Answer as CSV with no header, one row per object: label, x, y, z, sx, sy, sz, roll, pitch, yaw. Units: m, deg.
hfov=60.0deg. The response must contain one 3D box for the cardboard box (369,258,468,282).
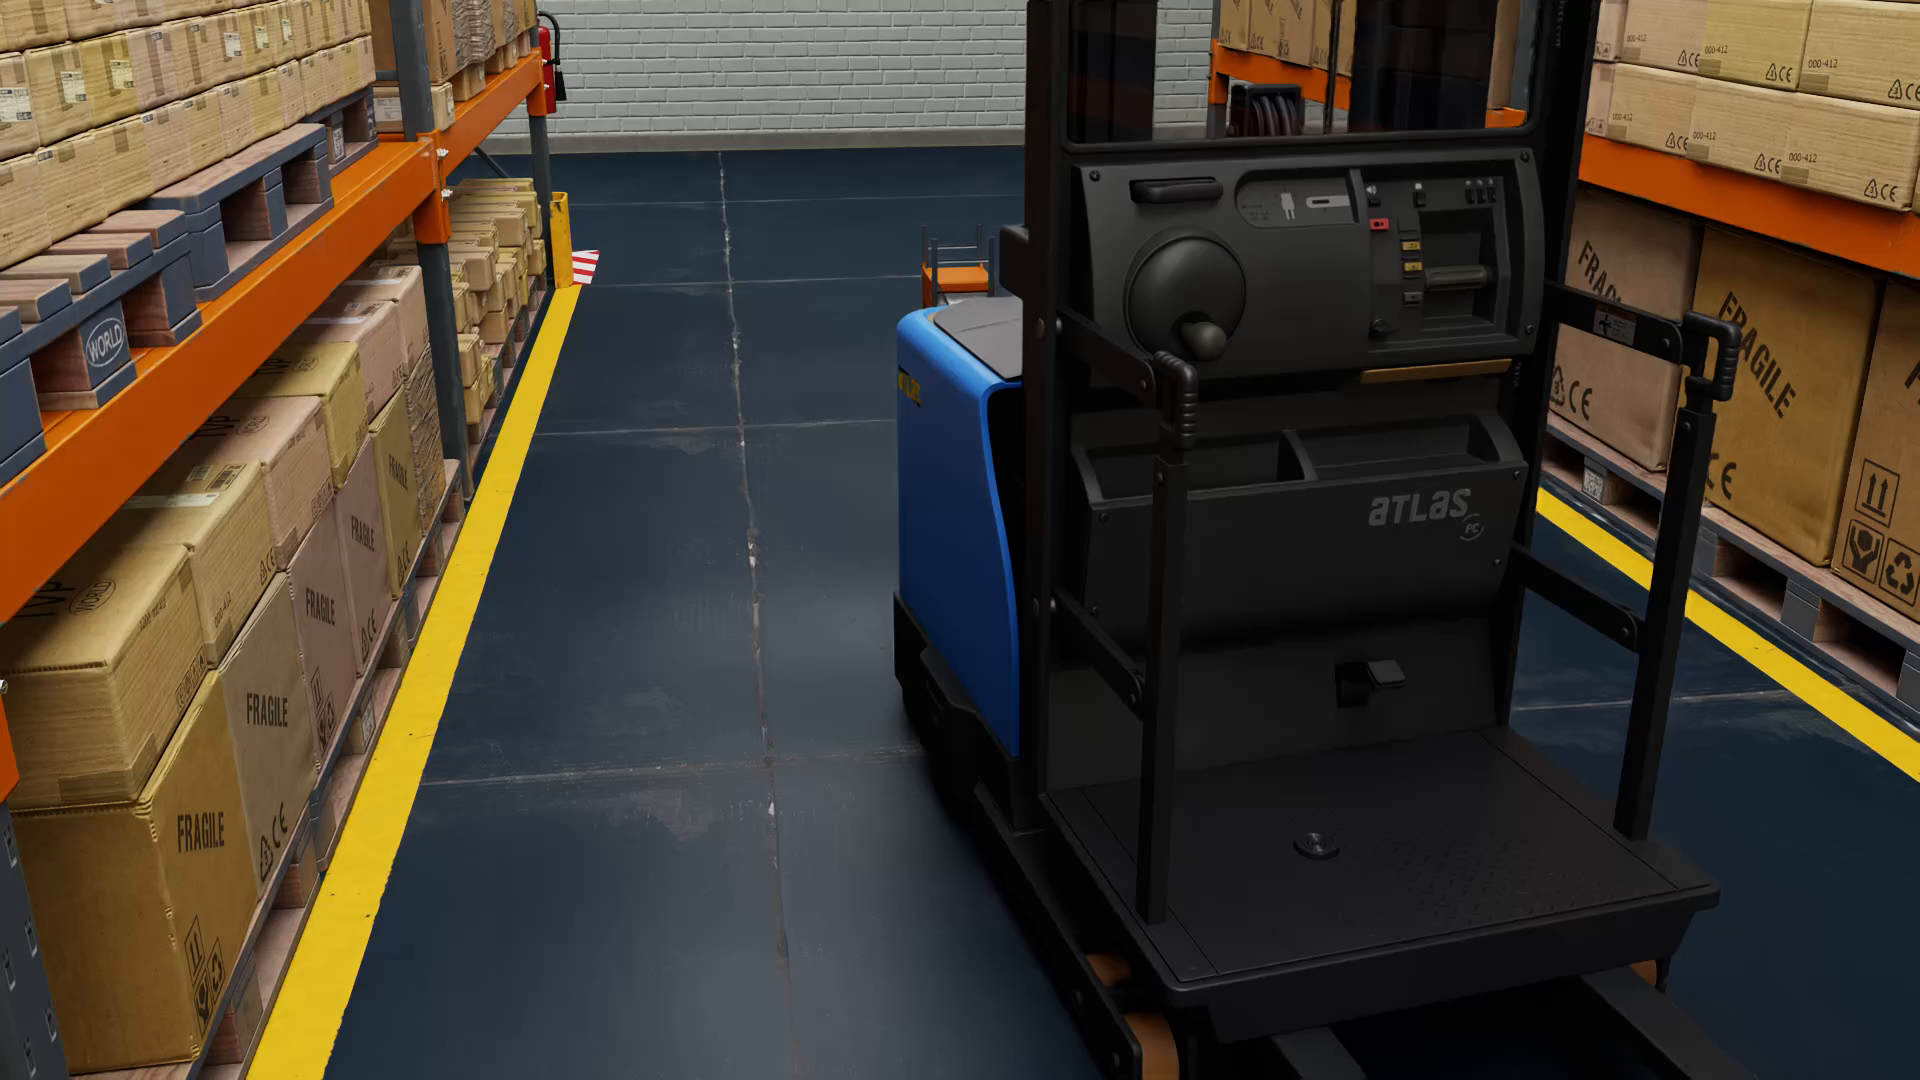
cardboard box,-2.260,-1.074,6.929,0.380,0.149,0.250,-3,21,-9

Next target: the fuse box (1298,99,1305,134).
fuse box,3.282,-4.605,15.599,0.539,1.711,0.414,-3,21,-8

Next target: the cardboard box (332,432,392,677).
cardboard box,-1.790,0.041,4.291,0.500,0.500,0.500,-3,21,-9

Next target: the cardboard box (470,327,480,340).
cardboard box,-2.236,-0.796,7.036,0.380,0.149,0.250,-3,21,-9

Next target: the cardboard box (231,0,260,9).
cardboard box,-1.851,-1.309,3.843,0.380,0.149,0.250,-4,21,-10

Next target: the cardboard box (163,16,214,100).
cardboard box,-1.771,-0.989,3.410,0.380,0.149,0.250,-3,21,-8

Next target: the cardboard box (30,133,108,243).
cardboard box,-1.655,-0.577,2.734,0.380,0.149,0.250,-2,21,-5

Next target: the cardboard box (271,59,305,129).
cardboard box,-1.883,-1.124,4.198,0.380,0.149,0.250,-4,21,-10

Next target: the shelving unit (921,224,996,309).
shelving unit,-0.008,-0.510,5.582,0.215,1.050,0.252,-3,21,-8

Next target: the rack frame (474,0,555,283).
rack frame,-2.866,-2.917,9.239,1.000,3.000,0.127,-3,21,-8

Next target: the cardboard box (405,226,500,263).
cardboard box,-2.334,-1.344,7.651,0.380,0.149,0.250,-3,21,-7

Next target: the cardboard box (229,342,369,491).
cardboard box,-1.781,-0.303,4.141,0.500,0.250,0.500,-4,21,-10

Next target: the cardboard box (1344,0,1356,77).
cardboard box,2.108,-2.362,7.611,0.500,0.500,0.500,-3,21,-9

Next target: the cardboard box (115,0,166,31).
cardboard box,-1.739,-1.038,3.117,0.380,0.149,0.250,-2,21,-5

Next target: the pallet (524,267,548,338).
pallet,-2.773,-1.301,8.898,1.003,0.211,1.213,-3,21,-8

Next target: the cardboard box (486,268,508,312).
cardboard box,-2.247,-1.120,7.478,0.380,0.149,0.250,-3,21,-8

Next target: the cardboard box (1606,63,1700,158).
cardboard box,2.473,-1.402,5.396,0.500,0.250,0.500,-3,21,-9

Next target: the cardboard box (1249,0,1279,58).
cardboard box,1.903,-2.894,9.034,0.500,0.500,0.500,-3,21,-9

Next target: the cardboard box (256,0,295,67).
cardboard box,-1.885,-1.261,4.138,0.380,0.149,0.250,-4,21,-11

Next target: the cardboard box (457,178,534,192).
cardboard box,-2.539,-1.886,9.103,0.380,0.149,0.250,-3,21,-7

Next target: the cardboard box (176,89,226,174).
cardboard box,-1.771,-0.850,3.464,0.380,0.149,0.250,-3,21,-7

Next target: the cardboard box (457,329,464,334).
cardboard box,-2.150,-0.757,6.506,0.380,0.149,0.250,-3,21,-7

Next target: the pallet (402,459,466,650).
pallet,-2.176,0.044,5.297,1.003,0.211,1.213,-3,21,-8

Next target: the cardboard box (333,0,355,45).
cardboard box,-1.998,-1.531,4.863,0.380,0.149,0.250,-3,21,-7

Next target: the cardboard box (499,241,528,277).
cardboard box,-2.343,-1.391,8.201,0.380,0.149,0.250,-3,21,-7

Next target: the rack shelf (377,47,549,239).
rack shelf,-2.578,-1.887,7.511,1.077,0.370,4.000,-3,21,-8

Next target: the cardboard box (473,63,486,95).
cardboard box,-2.244,-1.982,7.096,0.380,0.149,0.250,-2,21,-5

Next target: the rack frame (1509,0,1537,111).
rack frame,2.594,-1.817,6.293,1.000,3.000,0.127,-3,21,-8

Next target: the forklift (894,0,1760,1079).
forklift,0.731,-0.513,2.900,1.130,2.935,3.031,-6,21,-15

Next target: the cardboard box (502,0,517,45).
cardboard box,-2.395,-2.607,7.841,0.500,0.500,0.500,-3,21,-8

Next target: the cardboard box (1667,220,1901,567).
cardboard box,2.901,-0.495,5.191,0.875,0.875,0.875,-2,21,-6

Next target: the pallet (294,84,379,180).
pallet,-2.323,-1.170,4.836,1.003,0.211,1.213,-3,21,-8

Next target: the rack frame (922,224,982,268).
rack frame,-0.025,-0.553,5.695,0.200,1.050,0.008,-3,21,-8

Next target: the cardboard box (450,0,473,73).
cardboard box,-2.190,-2.073,6.412,0.500,0.500,0.500,-3,21,-8

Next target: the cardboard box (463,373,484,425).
cardboard box,-2.024,-0.535,6.337,0.380,0.149,0.250,-4,21,-10

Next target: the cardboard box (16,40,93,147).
cardboard box,-1.667,-0.729,2.714,0.380,0.149,0.250,-4,21,-9

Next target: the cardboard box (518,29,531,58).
cardboard box,-2.539,-2.701,9.019,0.380,0.149,0.250,-3,21,-8

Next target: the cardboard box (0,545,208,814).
cardboard box,-1.573,0.225,2.727,0.500,0.250,0.500,-4,21,-10

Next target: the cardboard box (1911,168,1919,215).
cardboard box,2.695,-0.875,3.985,0.500,0.250,0.500,-3,21,-8

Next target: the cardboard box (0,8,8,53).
cardboard box,-1.629,-0.767,2.392,0.380,0.149,0.250,-3,21,-9

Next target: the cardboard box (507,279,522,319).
cardboard box,-2.327,-1.161,8.012,0.380,0.149,0.250,-3,21,-7

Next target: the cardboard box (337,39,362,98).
cardboard box,-1.998,-1.394,4.919,0.380,0.149,0.250,-3,21,-7

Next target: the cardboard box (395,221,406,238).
cardboard box,-2.910,-1.497,8.061,0.380,0.149,0.250,-2,21,-6

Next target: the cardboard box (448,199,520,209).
cardboard box,-2.422,-1.620,8.391,0.380,0.149,0.250,-4,21,-10

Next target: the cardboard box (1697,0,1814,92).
cardboard box,2.528,-1.459,4.835,0.500,0.250,0.500,-3,21,-7

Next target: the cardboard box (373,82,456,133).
cardboard box,-2.006,-1.529,5.881,0.380,0.149,0.250,-2,21,-6

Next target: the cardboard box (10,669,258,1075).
cardboard box,-1.562,0.569,2.877,0.500,0.500,0.500,-4,21,-10

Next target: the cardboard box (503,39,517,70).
cardboard box,-2.430,-2.439,8.319,0.380,0.149,0.250,-2,21,-6
